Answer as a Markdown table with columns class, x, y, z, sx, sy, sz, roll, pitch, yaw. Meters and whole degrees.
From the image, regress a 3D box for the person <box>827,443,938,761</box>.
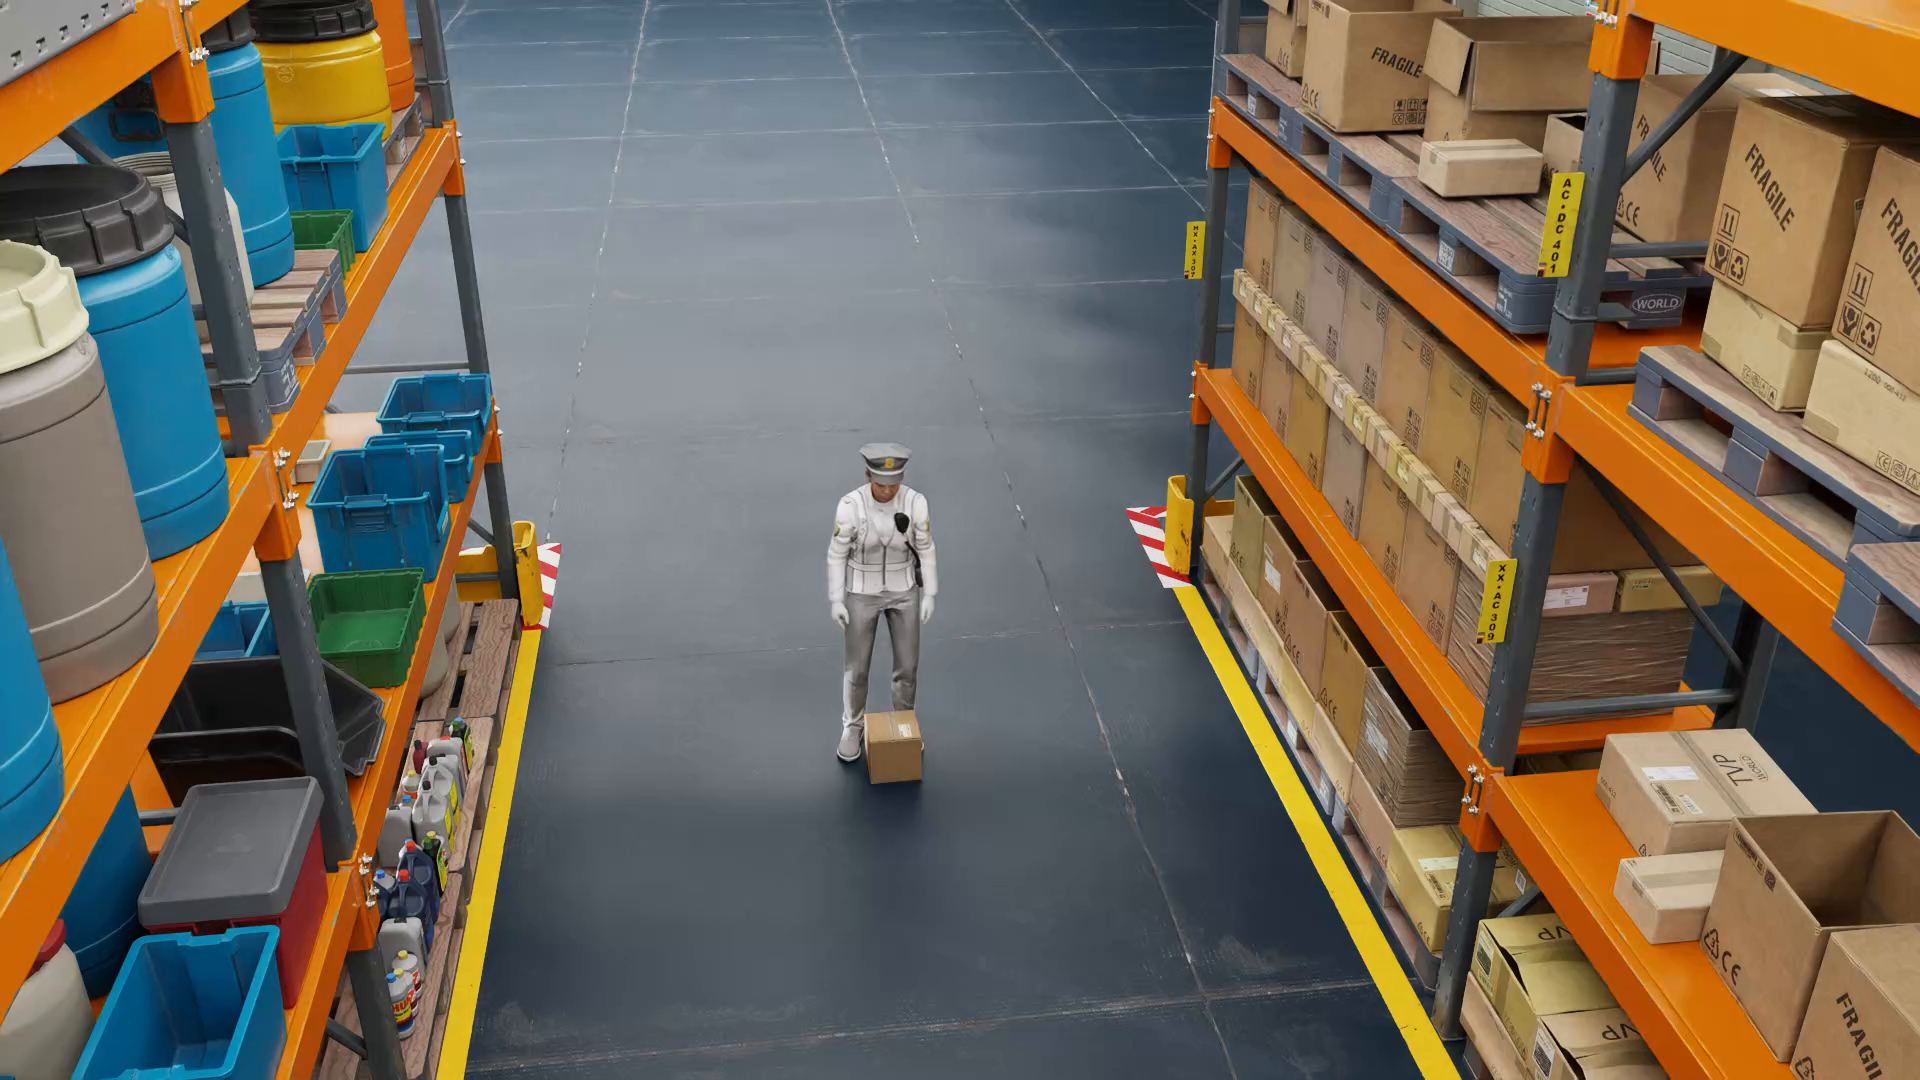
| class | x | y | z | sx | sy | sz | roll | pitch | yaw |
| --- | --- | --- | --- | --- | --- | --- | --- | --- | --- |
| person | -0.370 | 0.284 | 8.065 | 0.532 | 1.663 | 0.378 | -4 | 28 | -8 |
